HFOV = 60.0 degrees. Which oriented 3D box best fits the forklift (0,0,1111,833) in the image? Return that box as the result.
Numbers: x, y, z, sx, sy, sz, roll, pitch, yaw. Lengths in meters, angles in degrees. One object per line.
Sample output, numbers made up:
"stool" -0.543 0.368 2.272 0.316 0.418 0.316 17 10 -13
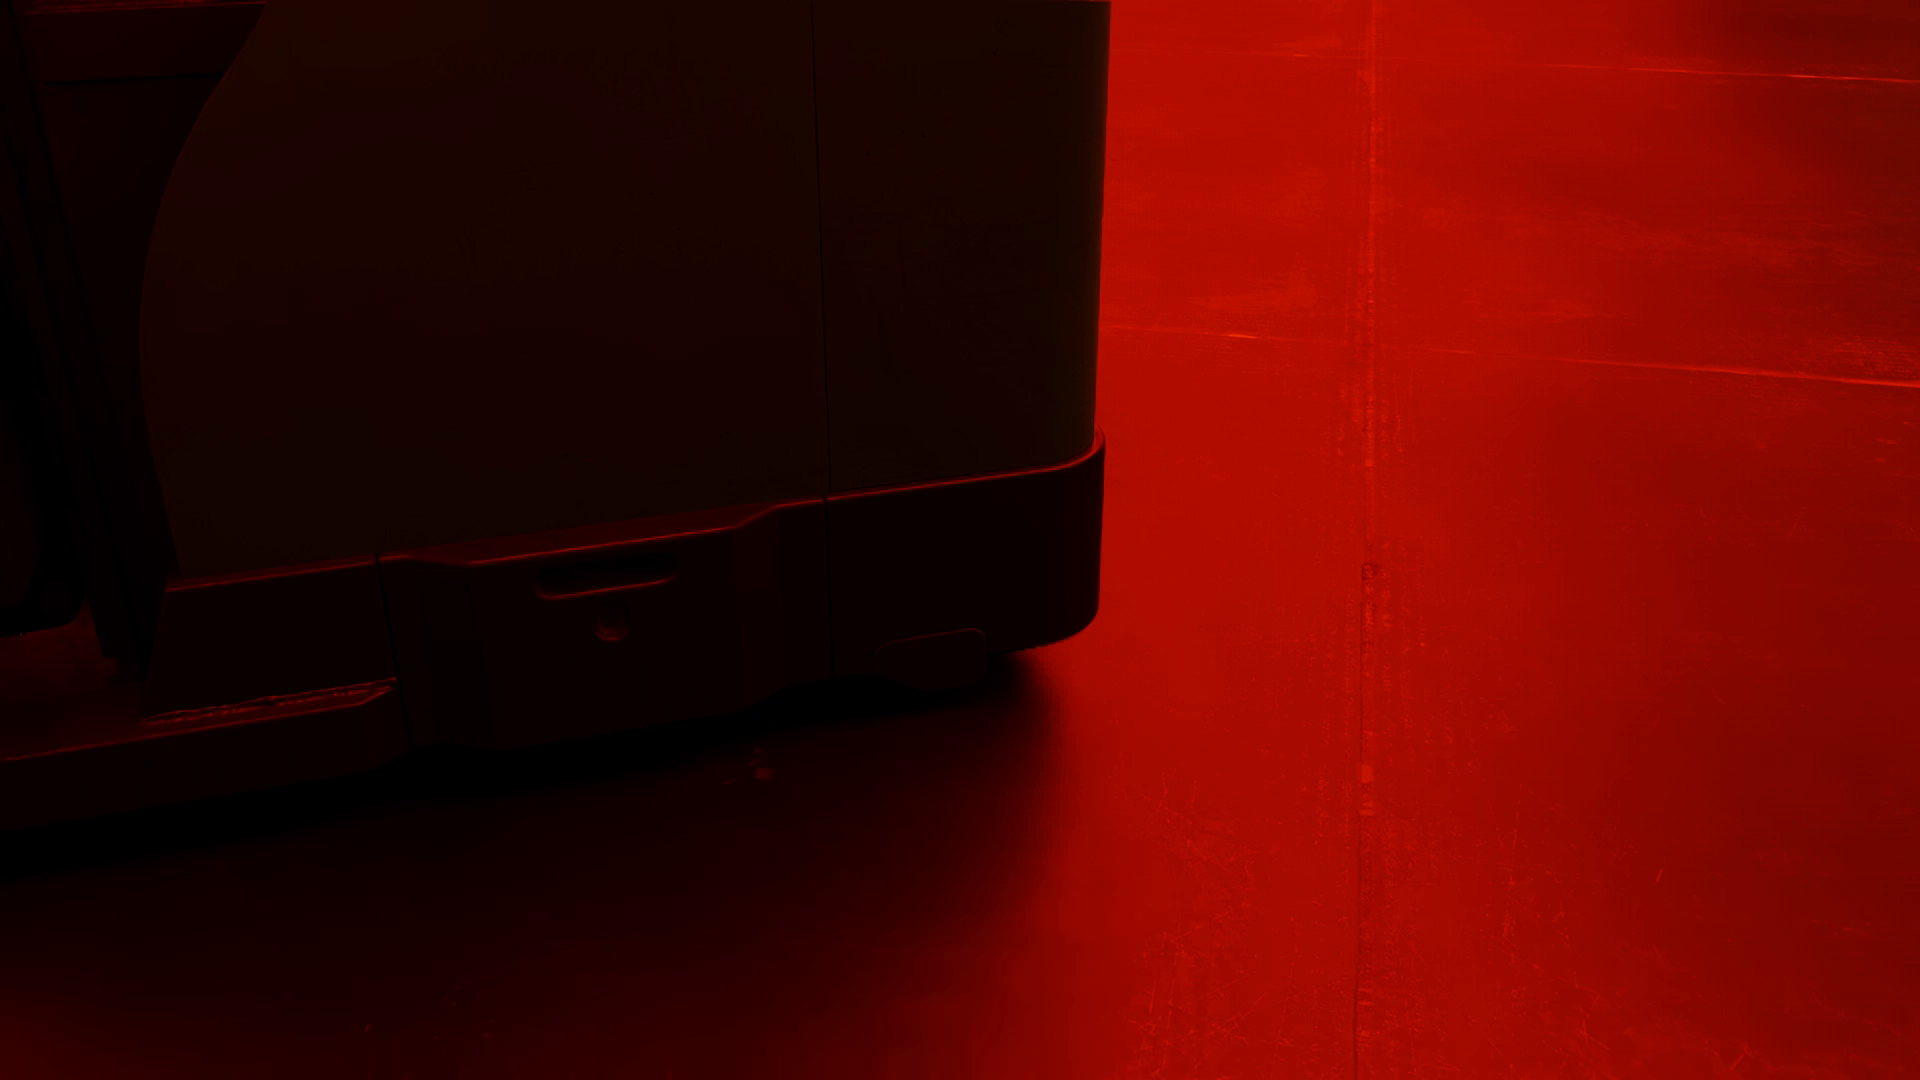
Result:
"forklift" -1.395 -1.146 1.517 3.031 2.935 1.130 -8 28 -16
